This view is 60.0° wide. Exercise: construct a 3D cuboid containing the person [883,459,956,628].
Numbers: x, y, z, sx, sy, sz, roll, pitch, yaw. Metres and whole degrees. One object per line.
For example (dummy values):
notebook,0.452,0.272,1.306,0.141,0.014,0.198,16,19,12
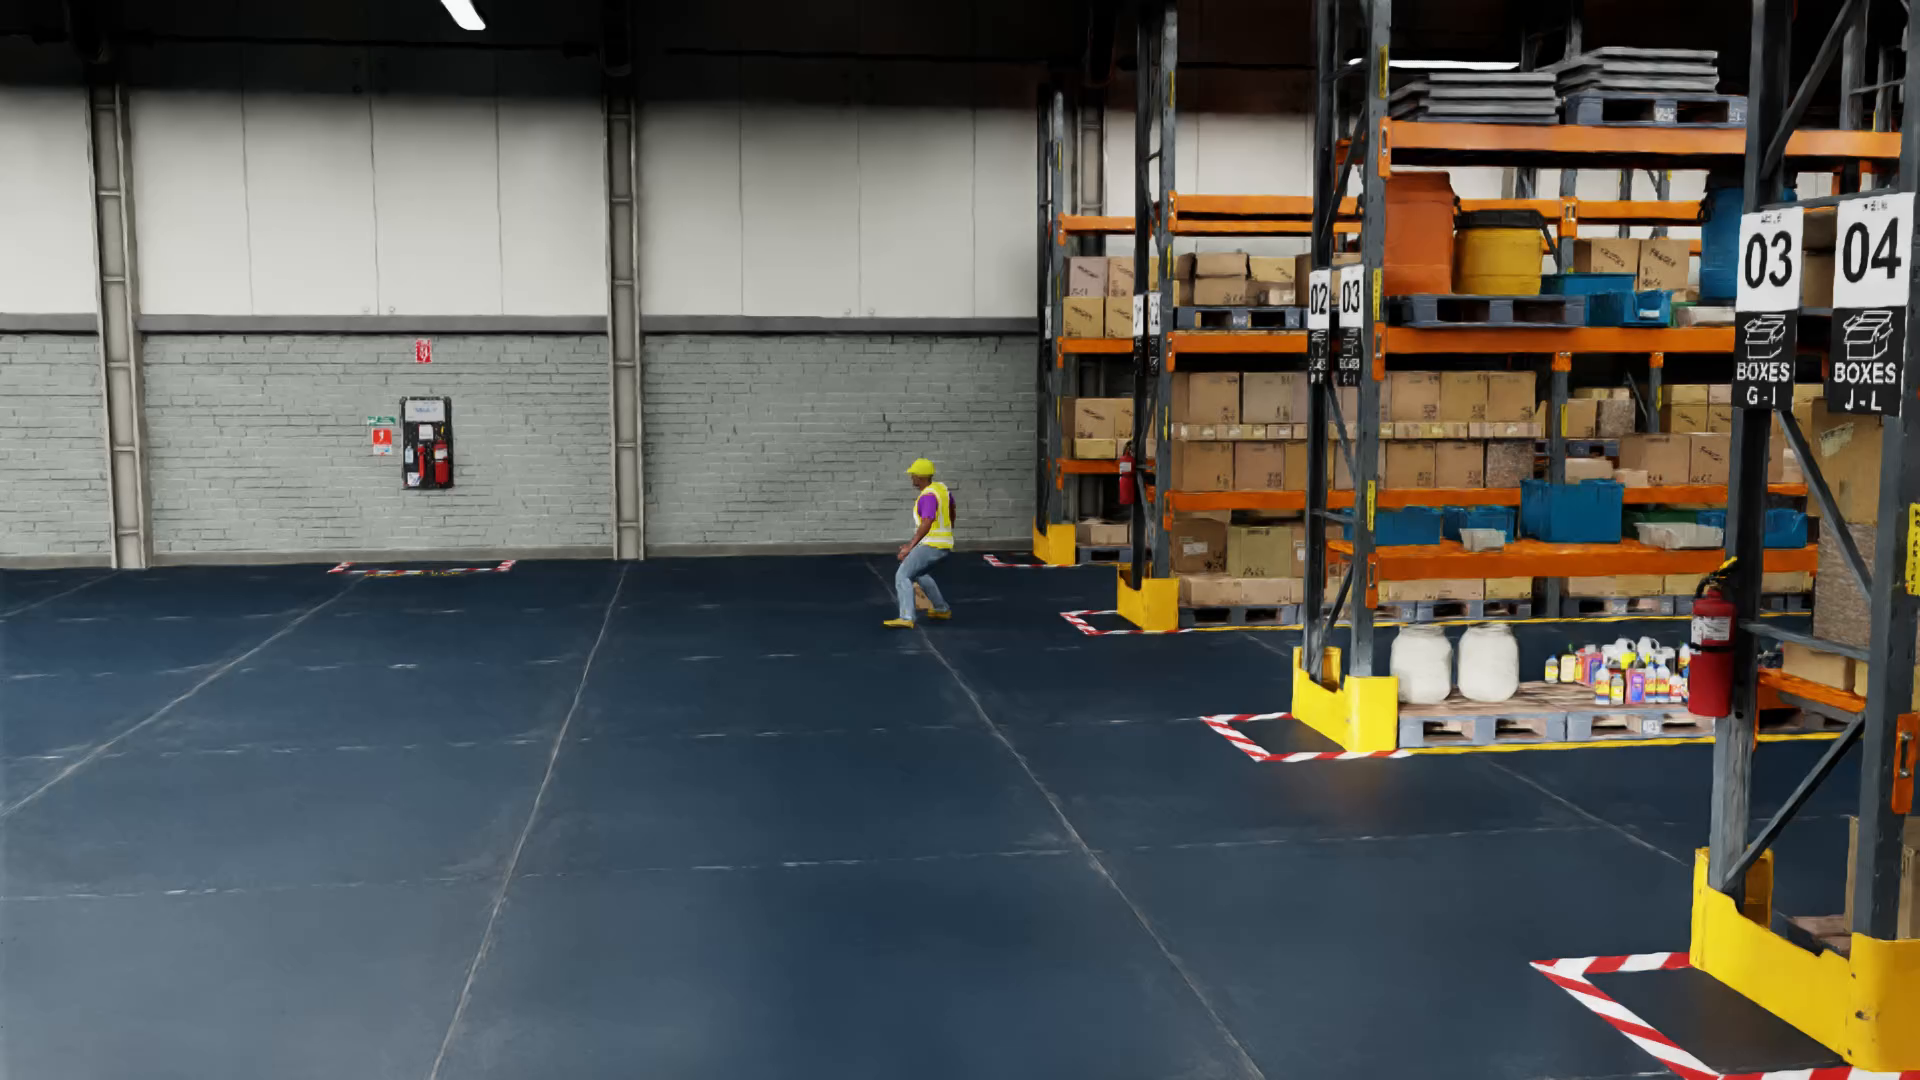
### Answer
person,-0.359,0.014,16.239,0.536,1.612,0.894,2,7,20
